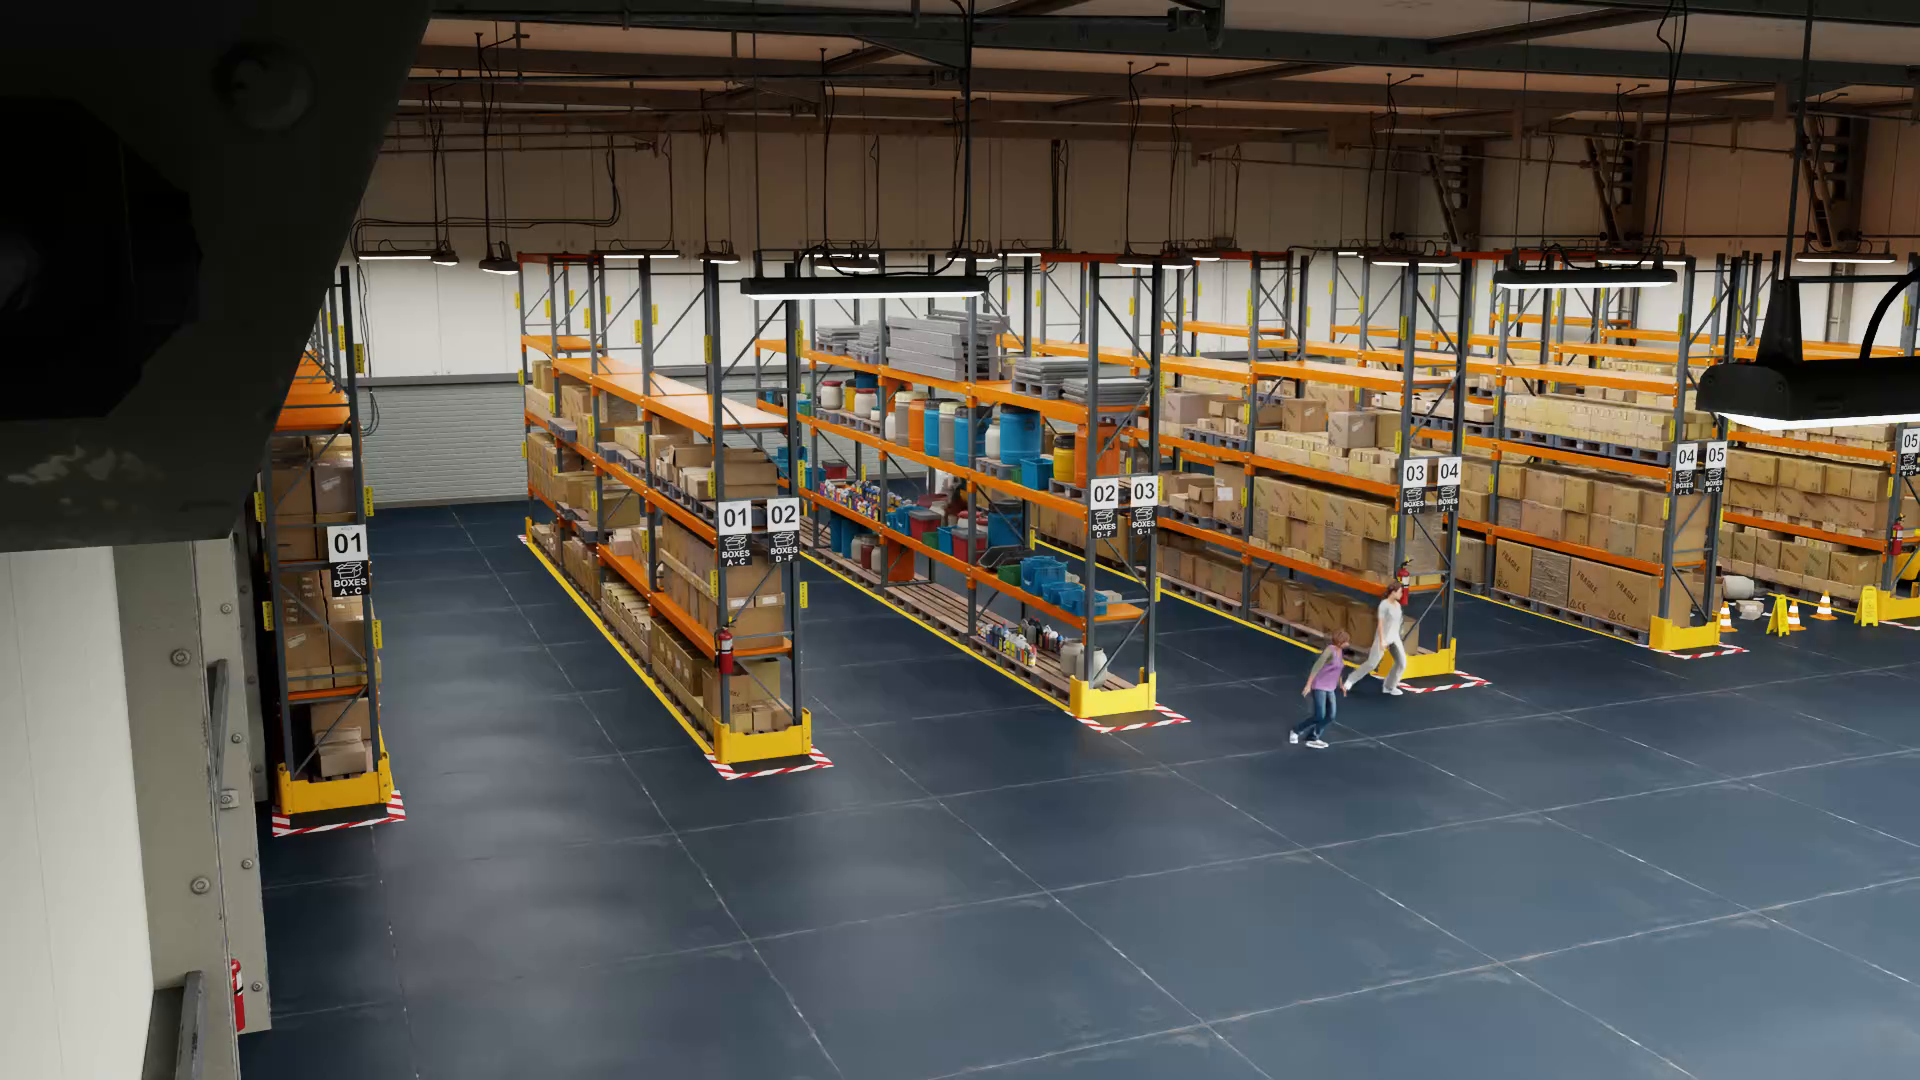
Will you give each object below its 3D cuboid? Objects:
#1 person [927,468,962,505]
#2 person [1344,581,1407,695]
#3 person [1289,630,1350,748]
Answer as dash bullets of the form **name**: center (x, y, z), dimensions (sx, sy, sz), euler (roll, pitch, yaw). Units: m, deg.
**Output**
- **person**: center (-0.324, -0.931, 35.212), dimensions (0.740, 1.733, 1.023), euler (0, 10, -3)
- **person**: center (5.773, 1.355, 23.135), dimensions (0.696, 1.605, 0.684), euler (-7, 12, -32)
- **person**: center (4.494, 1.879, 20.685), dimensions (0.577, 1.459, 0.684), euler (8, 13, 37)
